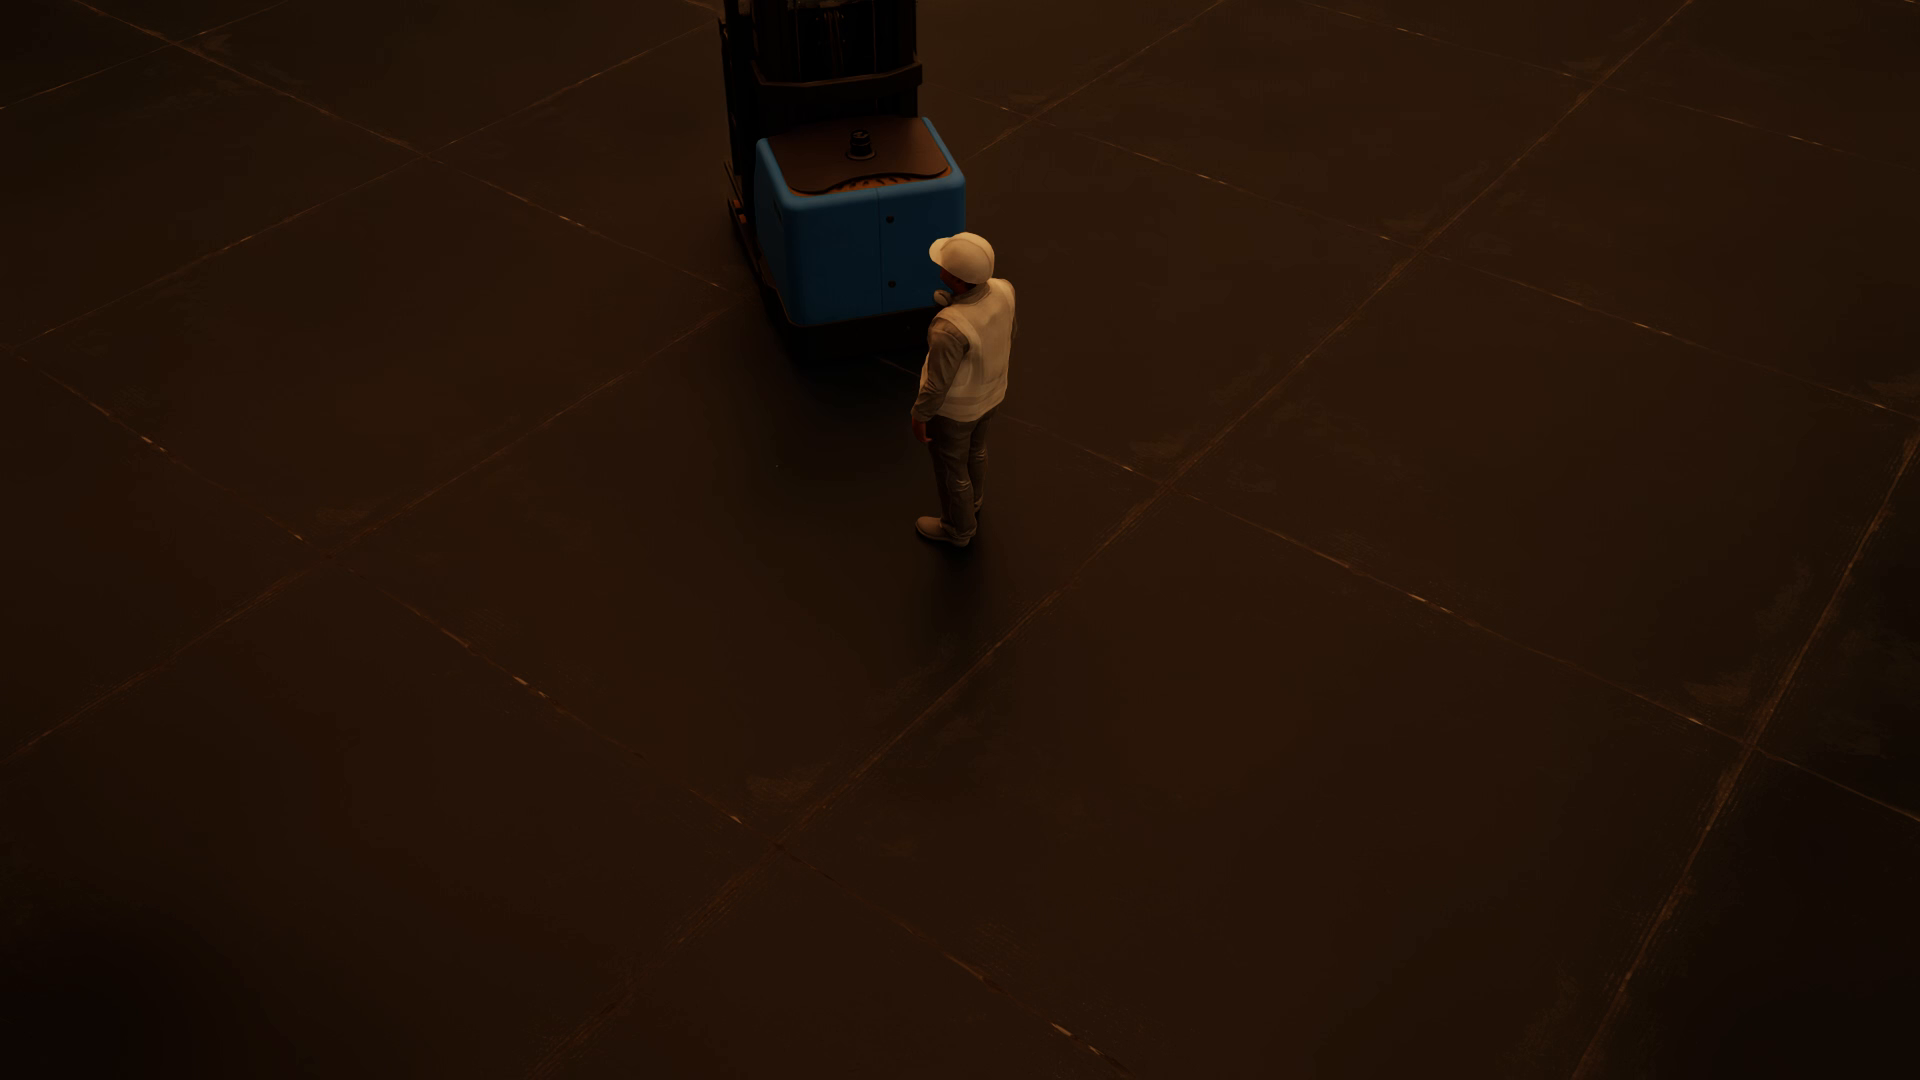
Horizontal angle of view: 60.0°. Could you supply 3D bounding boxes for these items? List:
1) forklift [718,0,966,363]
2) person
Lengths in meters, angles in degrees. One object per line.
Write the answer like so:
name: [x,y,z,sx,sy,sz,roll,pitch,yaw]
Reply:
forklift: [-0.859,-3.084,9.691,1.130,2.935,3.031,-11,42,-12]
person: [-0.046,-0.710,7.786,0.565,1.775,0.634,26,47,28]
